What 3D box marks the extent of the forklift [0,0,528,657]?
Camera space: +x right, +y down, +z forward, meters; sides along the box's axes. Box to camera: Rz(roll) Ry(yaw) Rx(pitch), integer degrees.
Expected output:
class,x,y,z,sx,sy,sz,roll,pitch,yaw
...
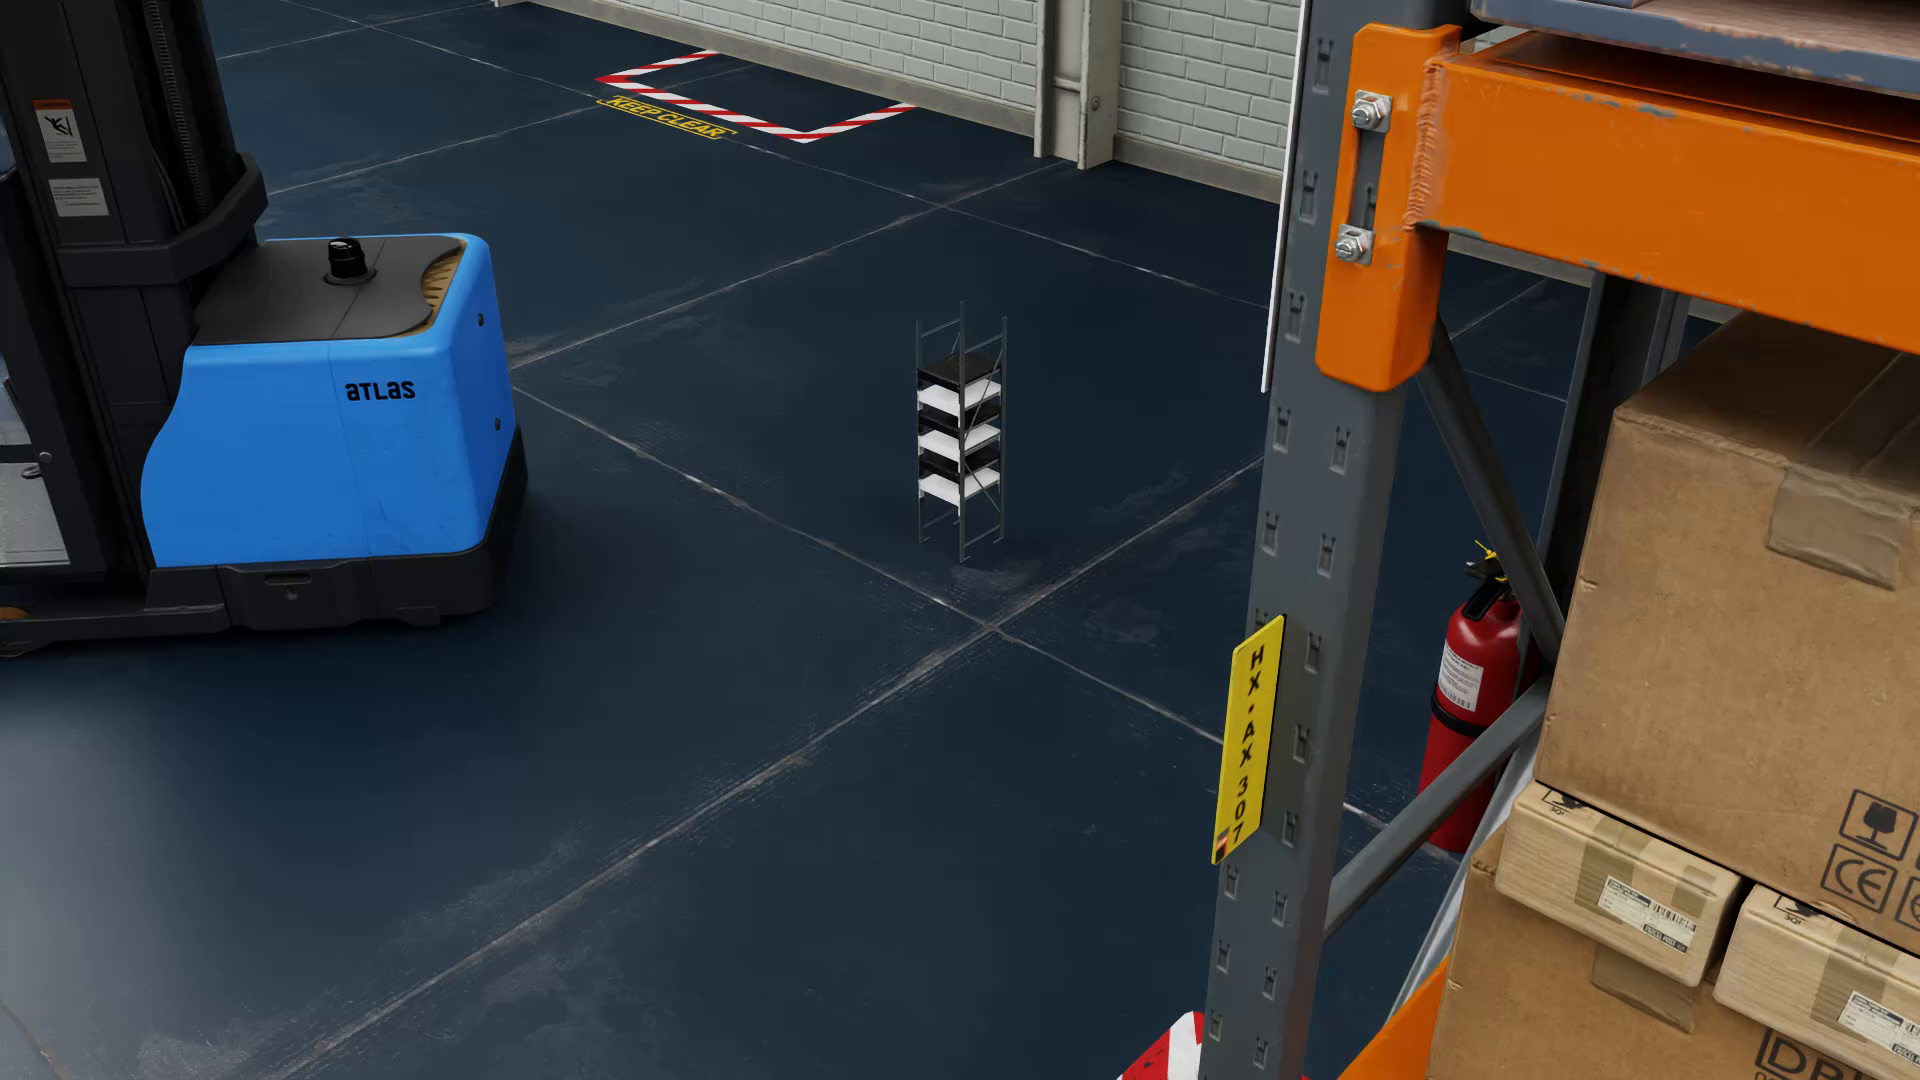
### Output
class,x,y,z,sx,sy,sz,roll,pitch,yaw
forklift,-3.156,-1.138,5.299,3.031,2.935,1.130,-3,31,-5

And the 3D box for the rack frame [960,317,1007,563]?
class,x,y,z,sx,sy,sz,roll,pitch,yaw
rack frame,0.081,-0.348,5.955,0.006,0.900,0.240,25,39,35

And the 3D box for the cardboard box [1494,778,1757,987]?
class,x,y,z,sx,sy,sz,roll,pitch,yaw
cardboard box,0.871,0.339,2.053,0.250,0.149,0.380,25,39,35

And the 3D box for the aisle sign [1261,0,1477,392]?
class,x,y,z,sx,sy,sz,roll,pitch,yaw
aisle sign,0.470,-0.578,1.781,0.004,0.787,0.394,25,39,35

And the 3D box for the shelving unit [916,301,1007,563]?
class,x,y,z,sx,sy,sz,roll,pitch,yaw
shelving unit,0.006,-0.383,6.013,0.210,0.900,0.258,25,39,35

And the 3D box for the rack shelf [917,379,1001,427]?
class,x,y,z,sx,sy,sz,roll,pitch,yaw
rack shelf,0.006,-0.508,5.938,0.200,0.077,0.258,25,39,35

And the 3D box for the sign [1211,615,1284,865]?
class,x,y,z,sx,sy,sz,roll,pitch,yaw
sign,0.348,0.247,2.016,0.005,0.325,0.100,25,39,35

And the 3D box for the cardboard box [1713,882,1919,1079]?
class,x,y,z,sx,sy,sz,roll,pitch,yaw
cardboard box,1.069,0.429,1.903,0.250,0.149,0.380,24,38,34

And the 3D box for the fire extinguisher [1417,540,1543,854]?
class,x,y,z,sx,sy,sz,roll,pitch,yaw
fire extinguisher,0.949,0.256,2.992,0.183,0.674,0.296,25,39,35

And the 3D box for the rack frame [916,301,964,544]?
class,x,y,z,sx,sy,sz,roll,pitch,yaw
rack frame,-0.069,-0.418,6.072,0.006,0.900,0.240,25,39,35

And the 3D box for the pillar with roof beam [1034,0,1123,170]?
class,x,y,z,sx,sy,sz,roll,pitch,yaw
pillar with roof beam,-2.192,-4.543,5.072,0.400,9.000,9.100,25,39,35

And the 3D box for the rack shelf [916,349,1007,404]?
class,x,y,z,sx,sy,sz,roll,pitch,yaw
rack shelf,0.006,-0.585,5.891,0.200,0.077,0.258,25,39,35

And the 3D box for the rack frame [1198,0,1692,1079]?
class,x,y,z,sx,sy,sz,roll,pitch,yaw
rack frame,0.727,0.440,2.611,0.053,2.616,0.949,25,39,35

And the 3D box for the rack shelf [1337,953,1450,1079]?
class,x,y,z,sx,sy,sz,roll,pitch,yaw
rack shelf,2.208,1.442,1.644,4.000,0.370,1.077,25,39,35

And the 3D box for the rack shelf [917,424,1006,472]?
class,x,y,z,sx,sy,sz,roll,pitch,yaw
rack shelf,0.006,-0.354,6.030,0.200,0.077,0.258,25,39,35

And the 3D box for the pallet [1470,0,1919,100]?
class,x,y,z,sx,sy,sz,roll,pitch,yaw
pallet,1.232,-0.551,1.435,1.213,0.211,1.003,25,39,35

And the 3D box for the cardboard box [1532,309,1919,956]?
class,x,y,z,sx,sy,sz,roll,pitch,yaw
cardboard box,1.102,0.027,1.941,0.500,0.500,0.700,25,39,35

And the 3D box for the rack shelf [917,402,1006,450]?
class,x,y,z,sx,sy,sz,roll,pitch,yaw
rack shelf,0.006,-0.431,5.984,0.200,0.077,0.258,25,39,35

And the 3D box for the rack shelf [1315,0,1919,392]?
class,x,y,z,sx,sy,sz,roll,pitch,yaw
rack shelf,2.208,0.157,0.871,4.000,0.370,1.077,25,39,35

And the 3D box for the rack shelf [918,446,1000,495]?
class,x,y,z,sx,sy,sz,roll,pitch,yaw
rack shelf,0.006,-0.277,6.077,0.200,0.077,0.258,25,39,35

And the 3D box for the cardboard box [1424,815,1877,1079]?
class,x,y,z,sx,sy,sz,roll,pitch,yaw
cardboard box,1.062,0.565,2.306,0.500,0.500,0.700,25,39,35

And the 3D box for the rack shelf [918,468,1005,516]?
class,x,y,z,sx,sy,sz,roll,pitch,yaw
rack shelf,0.006,-0.200,6.123,0.200,0.077,0.258,25,39,35
